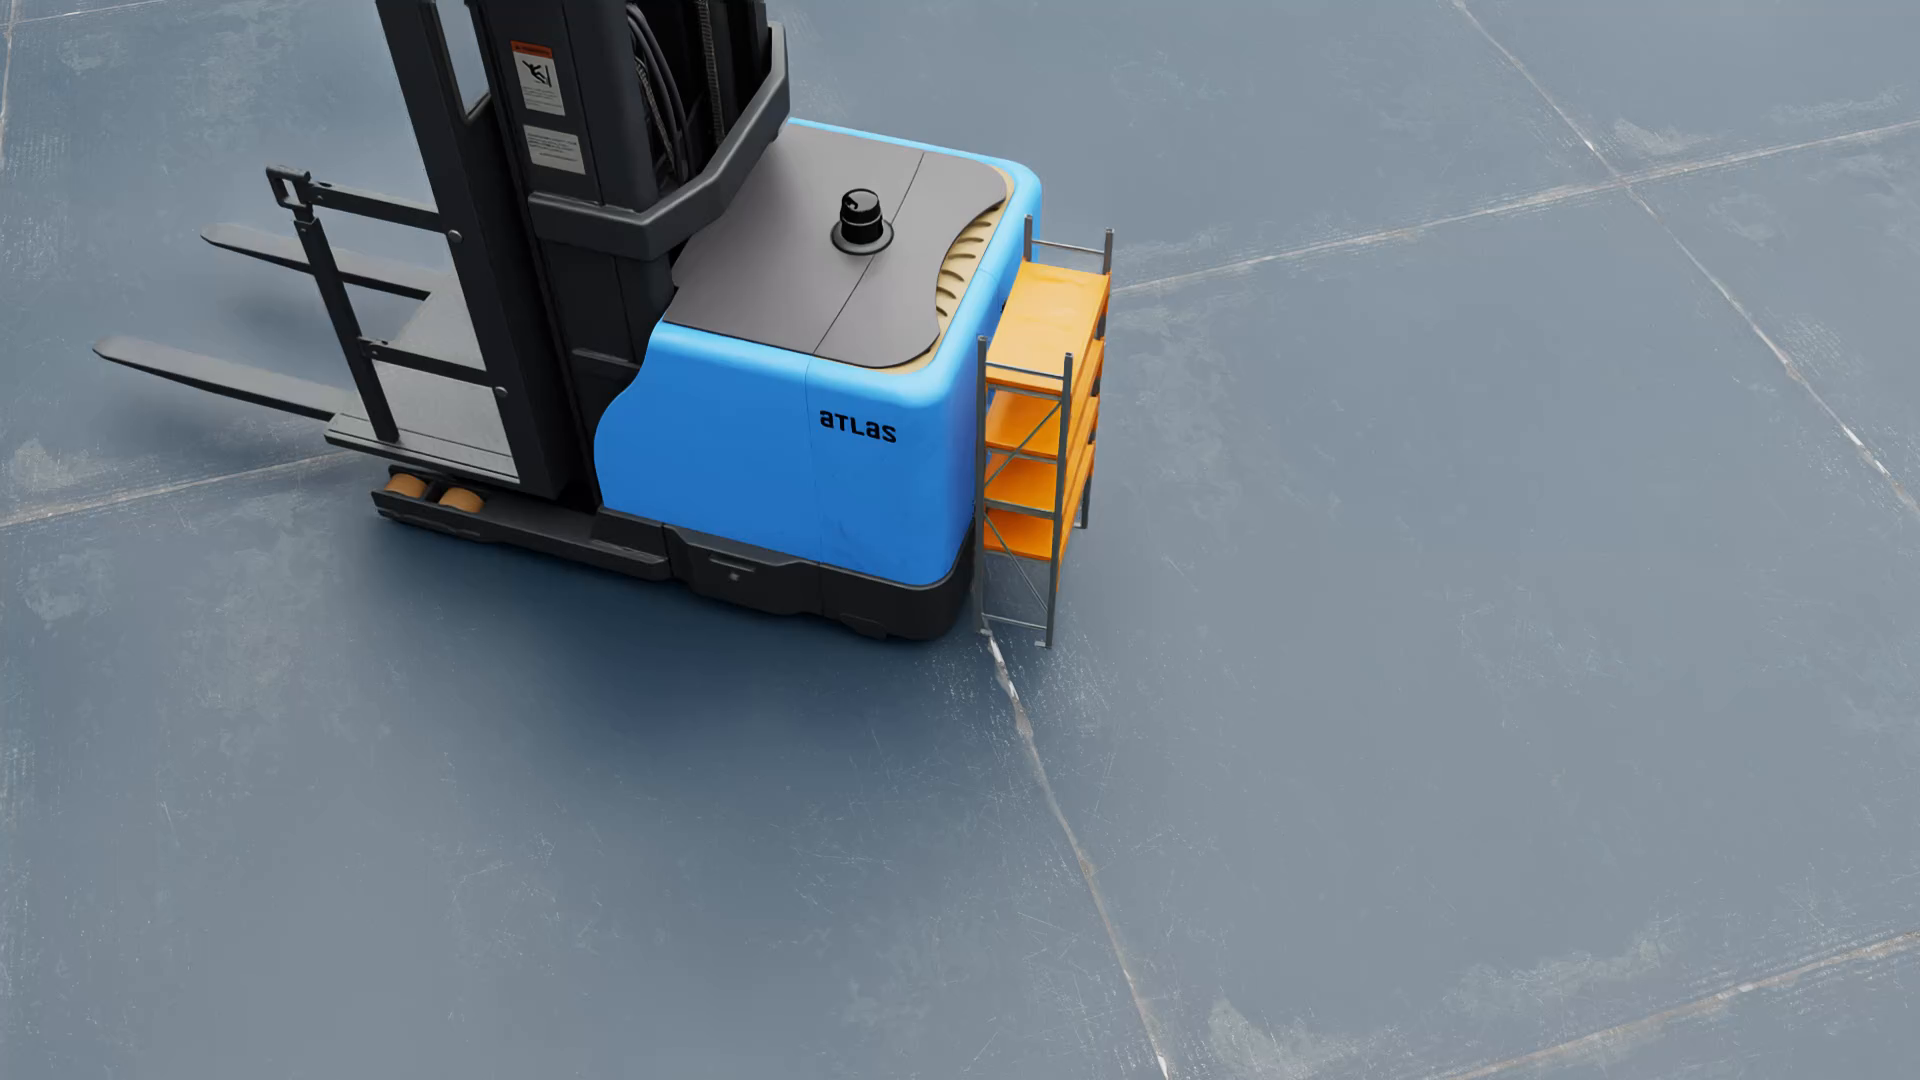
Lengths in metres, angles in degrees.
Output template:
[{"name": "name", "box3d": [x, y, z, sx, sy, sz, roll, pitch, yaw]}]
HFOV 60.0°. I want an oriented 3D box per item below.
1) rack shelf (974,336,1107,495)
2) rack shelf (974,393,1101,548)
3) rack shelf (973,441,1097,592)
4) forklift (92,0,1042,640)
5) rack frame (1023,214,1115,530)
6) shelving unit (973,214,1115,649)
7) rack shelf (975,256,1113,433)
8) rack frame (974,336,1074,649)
[{"name": "rack shelf", "box3d": [0.225, -0.370, 4.572, 0.258, 0.148, 0.480, 12, 51, 10]}, {"name": "rack shelf", "box3d": [0.225, -0.226, 4.743, 0.258, 0.148, 0.480, 12, 51, 10]}, {"name": "rack shelf", "box3d": [0.225, -0.098, 4.895, 0.258, 0.148, 0.480, 12, 51, 10]}, {"name": "forklift", "box3d": [-1.327, -1.320, 4.445, 3.031, 2.935, 1.130, 14, 51, 11]}, {"name": "rack frame", "box3d": [0.289, -0.449, 4.844, 0.240, 1.200, 0.015, 12, 51, 10]}, {"name": "shelving unit", "box3d": [0.225, -0.269, 4.692, 0.258, 1.200, 0.503, 12, 51, 10]}, {"name": "rack shelf", "box3d": [0.225, -0.522, 4.391, 0.258, 0.148, 0.480, 12, 51, 10]}, {"name": "rack frame", "box3d": [0.161, -0.089, 4.540, 0.240, 1.200, 0.015, 12, 51, 10]}]
